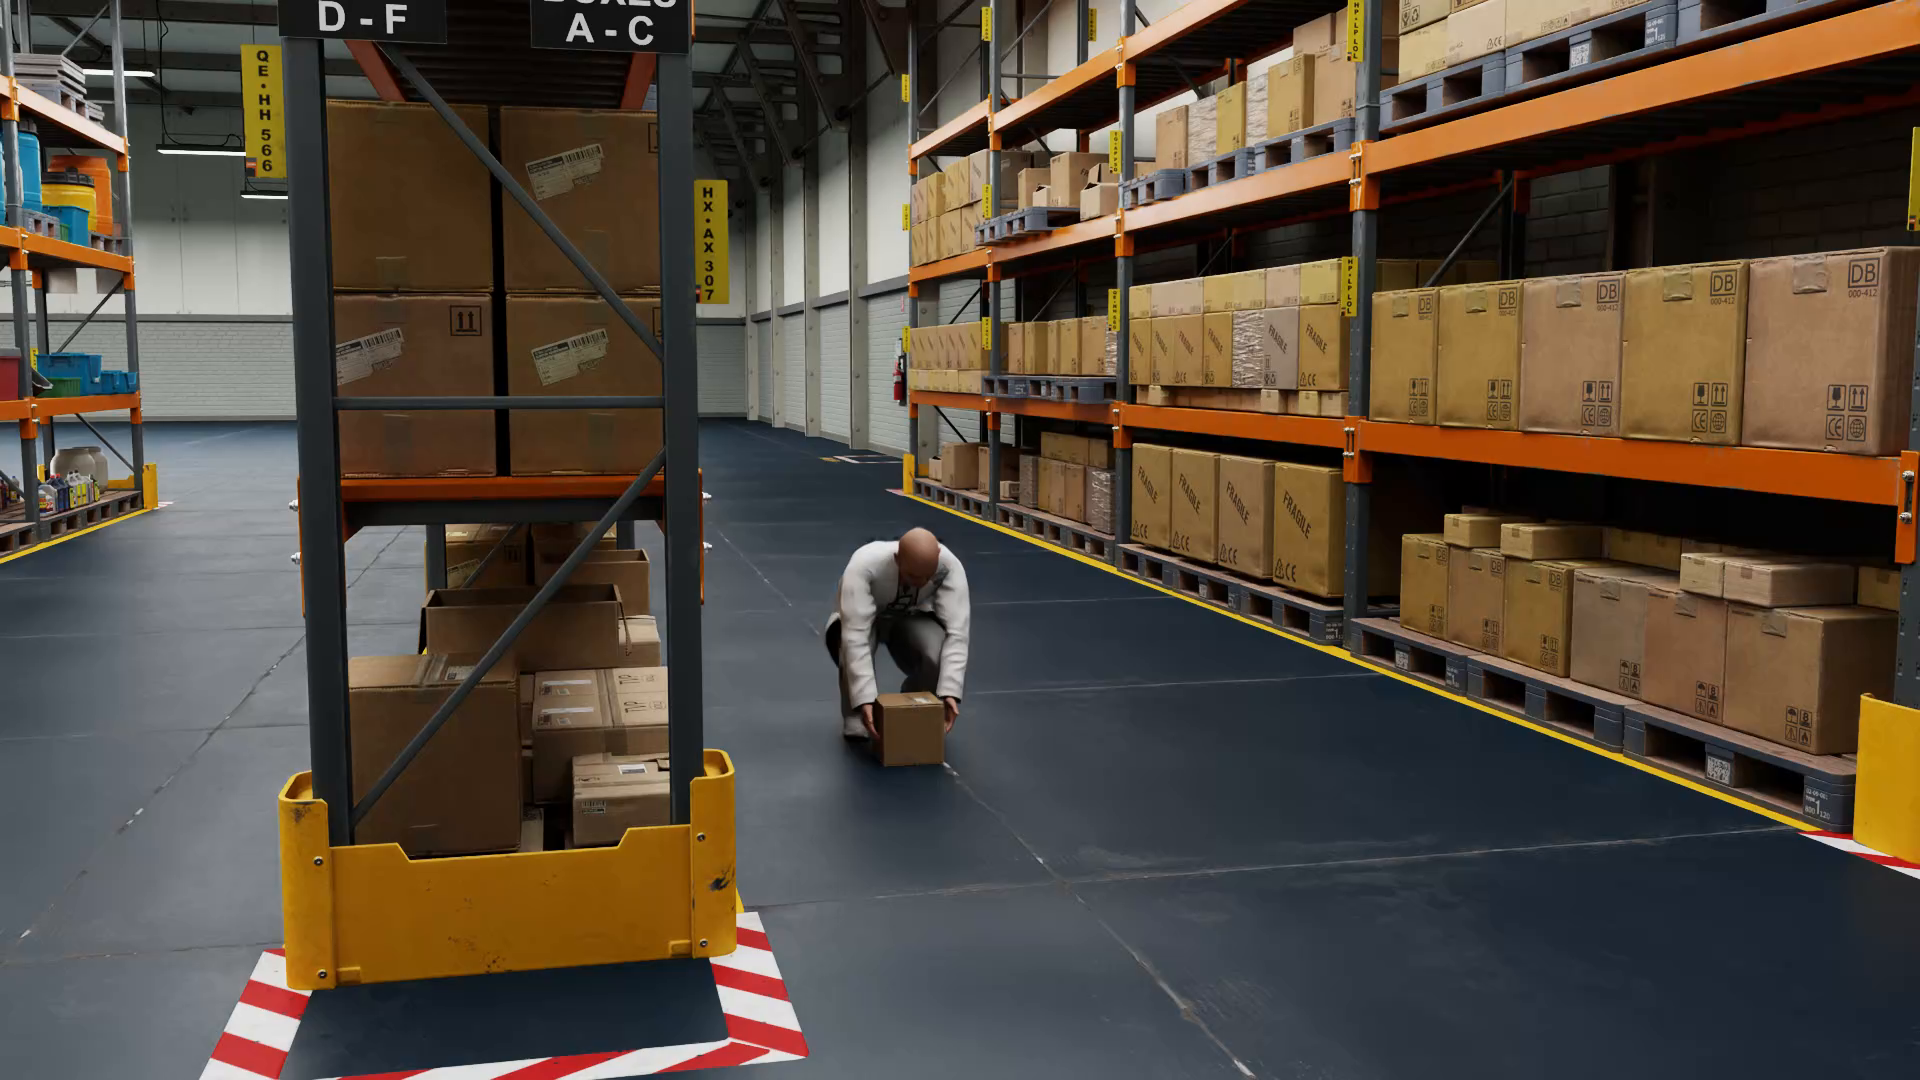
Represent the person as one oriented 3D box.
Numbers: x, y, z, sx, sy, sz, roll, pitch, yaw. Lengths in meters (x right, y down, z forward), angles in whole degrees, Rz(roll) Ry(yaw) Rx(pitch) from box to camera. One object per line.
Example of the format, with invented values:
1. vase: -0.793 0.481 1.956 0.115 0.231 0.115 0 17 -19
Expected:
1. person: -0.277 0.403 7.153 0.609 0.922 0.913 -1 6 -11
